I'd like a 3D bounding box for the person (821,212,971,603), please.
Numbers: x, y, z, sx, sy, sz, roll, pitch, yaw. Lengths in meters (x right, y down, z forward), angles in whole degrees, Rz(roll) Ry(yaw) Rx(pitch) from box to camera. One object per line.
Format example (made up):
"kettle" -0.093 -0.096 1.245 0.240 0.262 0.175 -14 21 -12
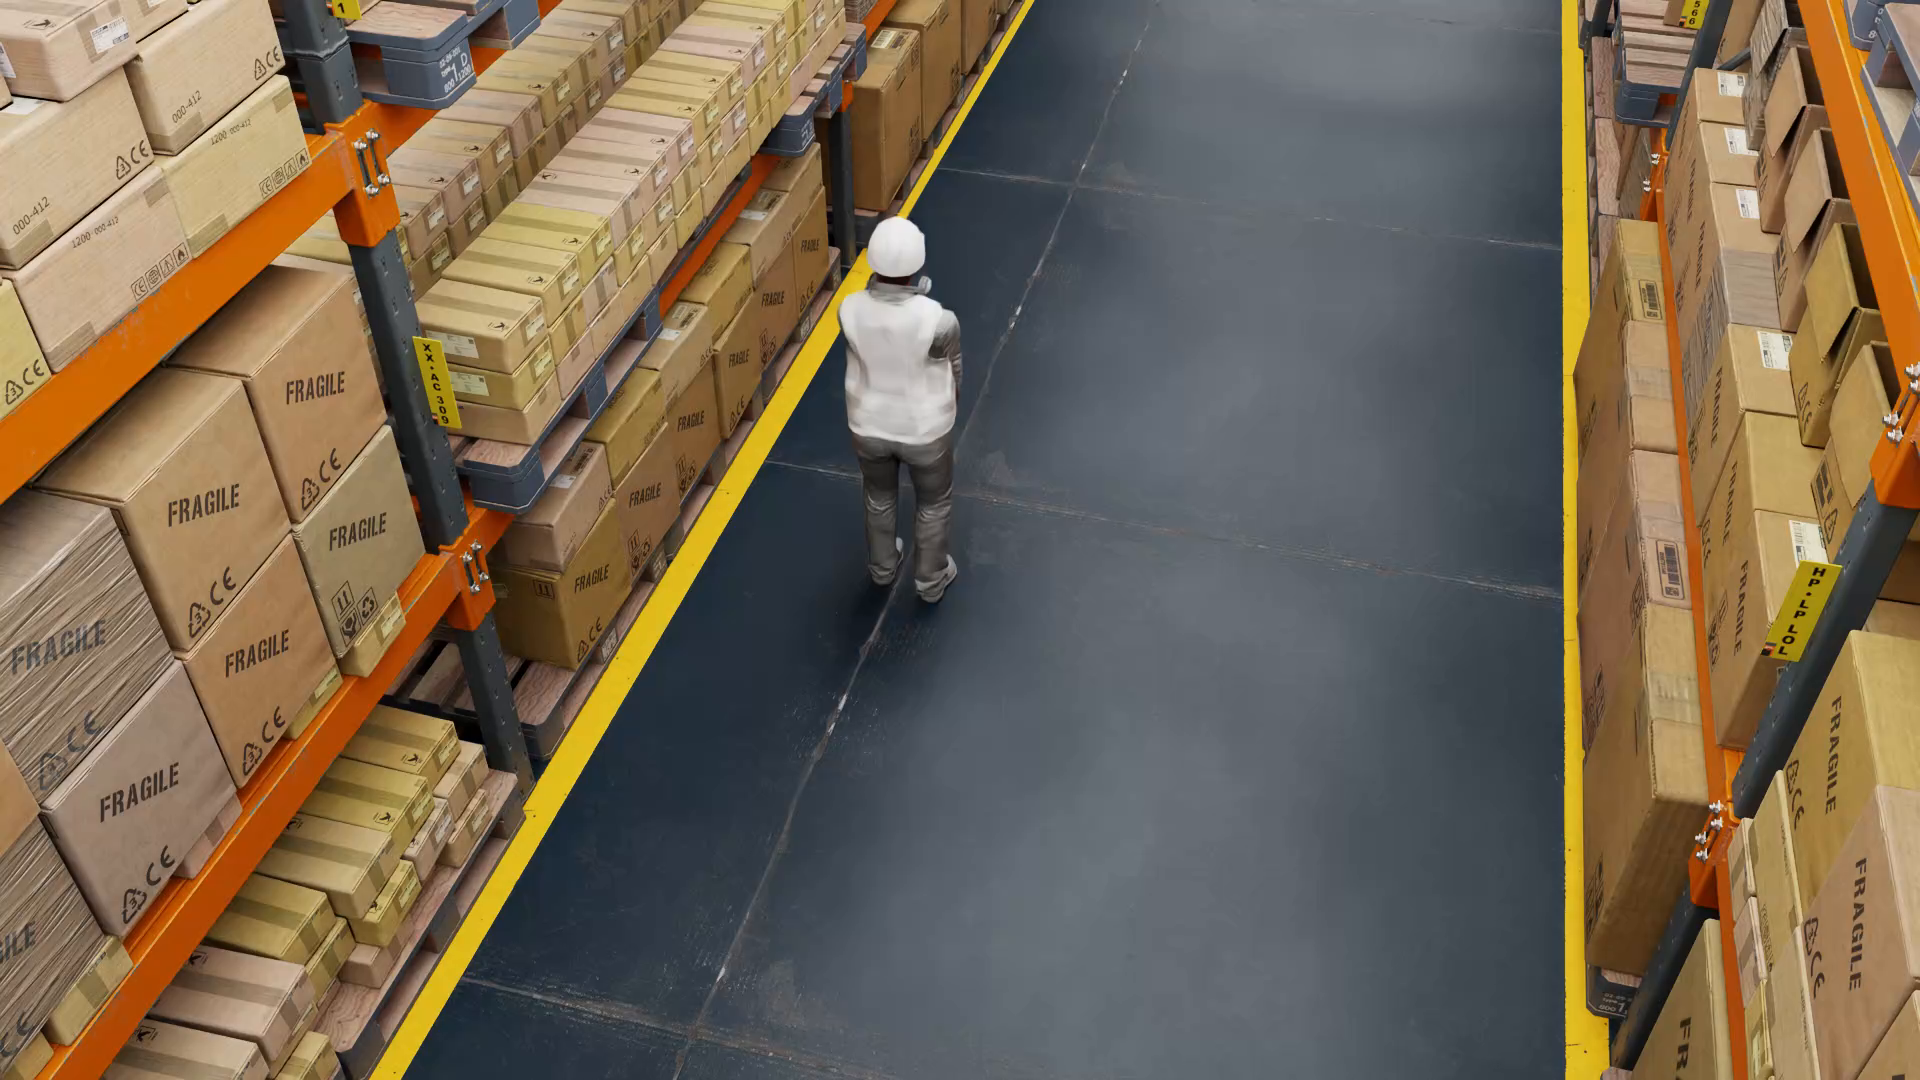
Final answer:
"person" -0.252 -0.492 6.710 0.578 1.769 0.475 8 41 10
